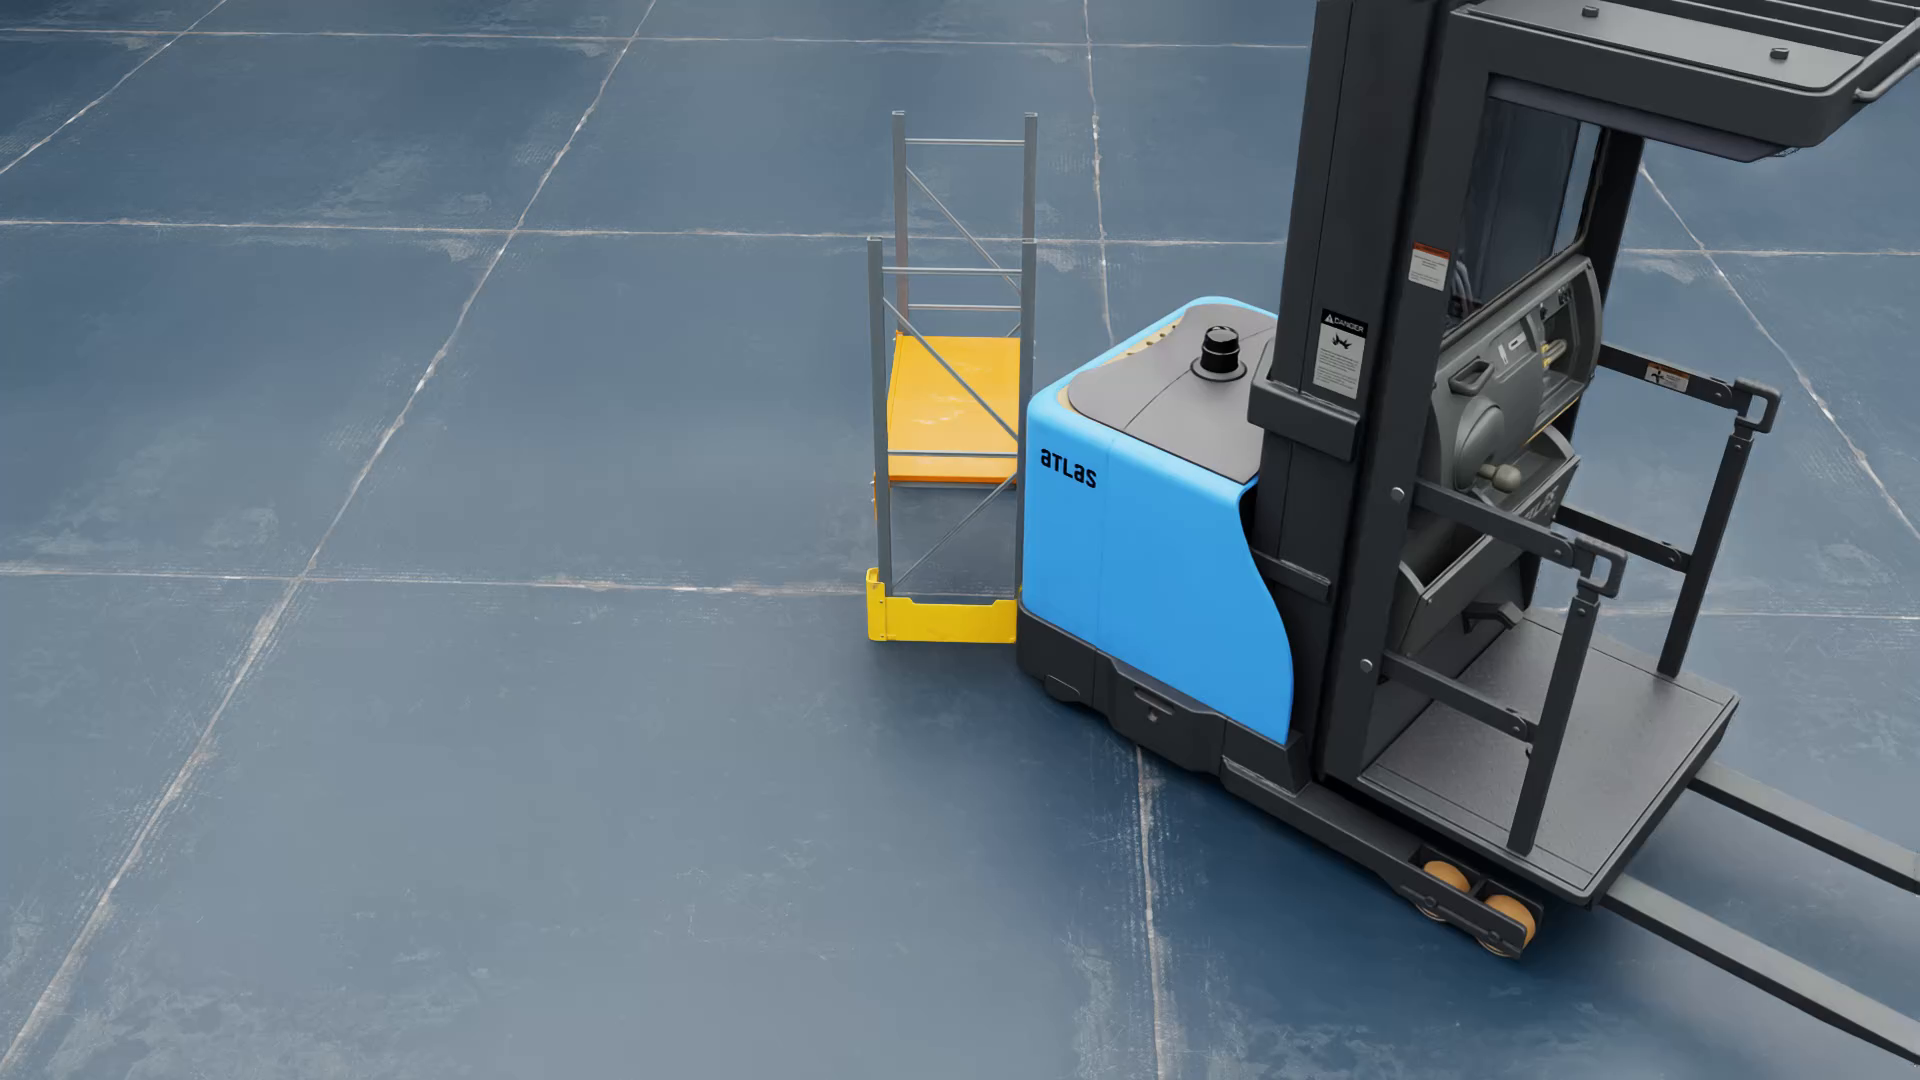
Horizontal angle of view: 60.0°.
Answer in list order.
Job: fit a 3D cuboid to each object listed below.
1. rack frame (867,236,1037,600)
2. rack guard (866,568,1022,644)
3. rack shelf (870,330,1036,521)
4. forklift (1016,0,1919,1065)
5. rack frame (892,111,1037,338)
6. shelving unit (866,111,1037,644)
[{"bbox_3d":[-0.024,-0.273,5.333,0.500,1.500,0.032,1,35,2],"label":"rack frame"},{"bbox_3d":[-0.023,0.228,5.709,0.587,0.250,0.087,1,35,2],"label":"rack guard"},{"bbox_3d":[-0.003,-0.417,5.852,0.538,0.185,1.000,1,35,2],"label":"rack shelf"},{"bbox_3d":[1.624,-0.391,4.258,3.031,2.935,1.130,27,43,33],"label":"forklift"},{"bbox_3d":[0.017,-0.857,6.165,0.500,1.500,0.032,1,35,2],"label":"rack frame"},{"bbox_3d":[-0.003,-0.570,5.756,0.587,1.500,1.083,1,35,2],"label":"shelving unit"}]
